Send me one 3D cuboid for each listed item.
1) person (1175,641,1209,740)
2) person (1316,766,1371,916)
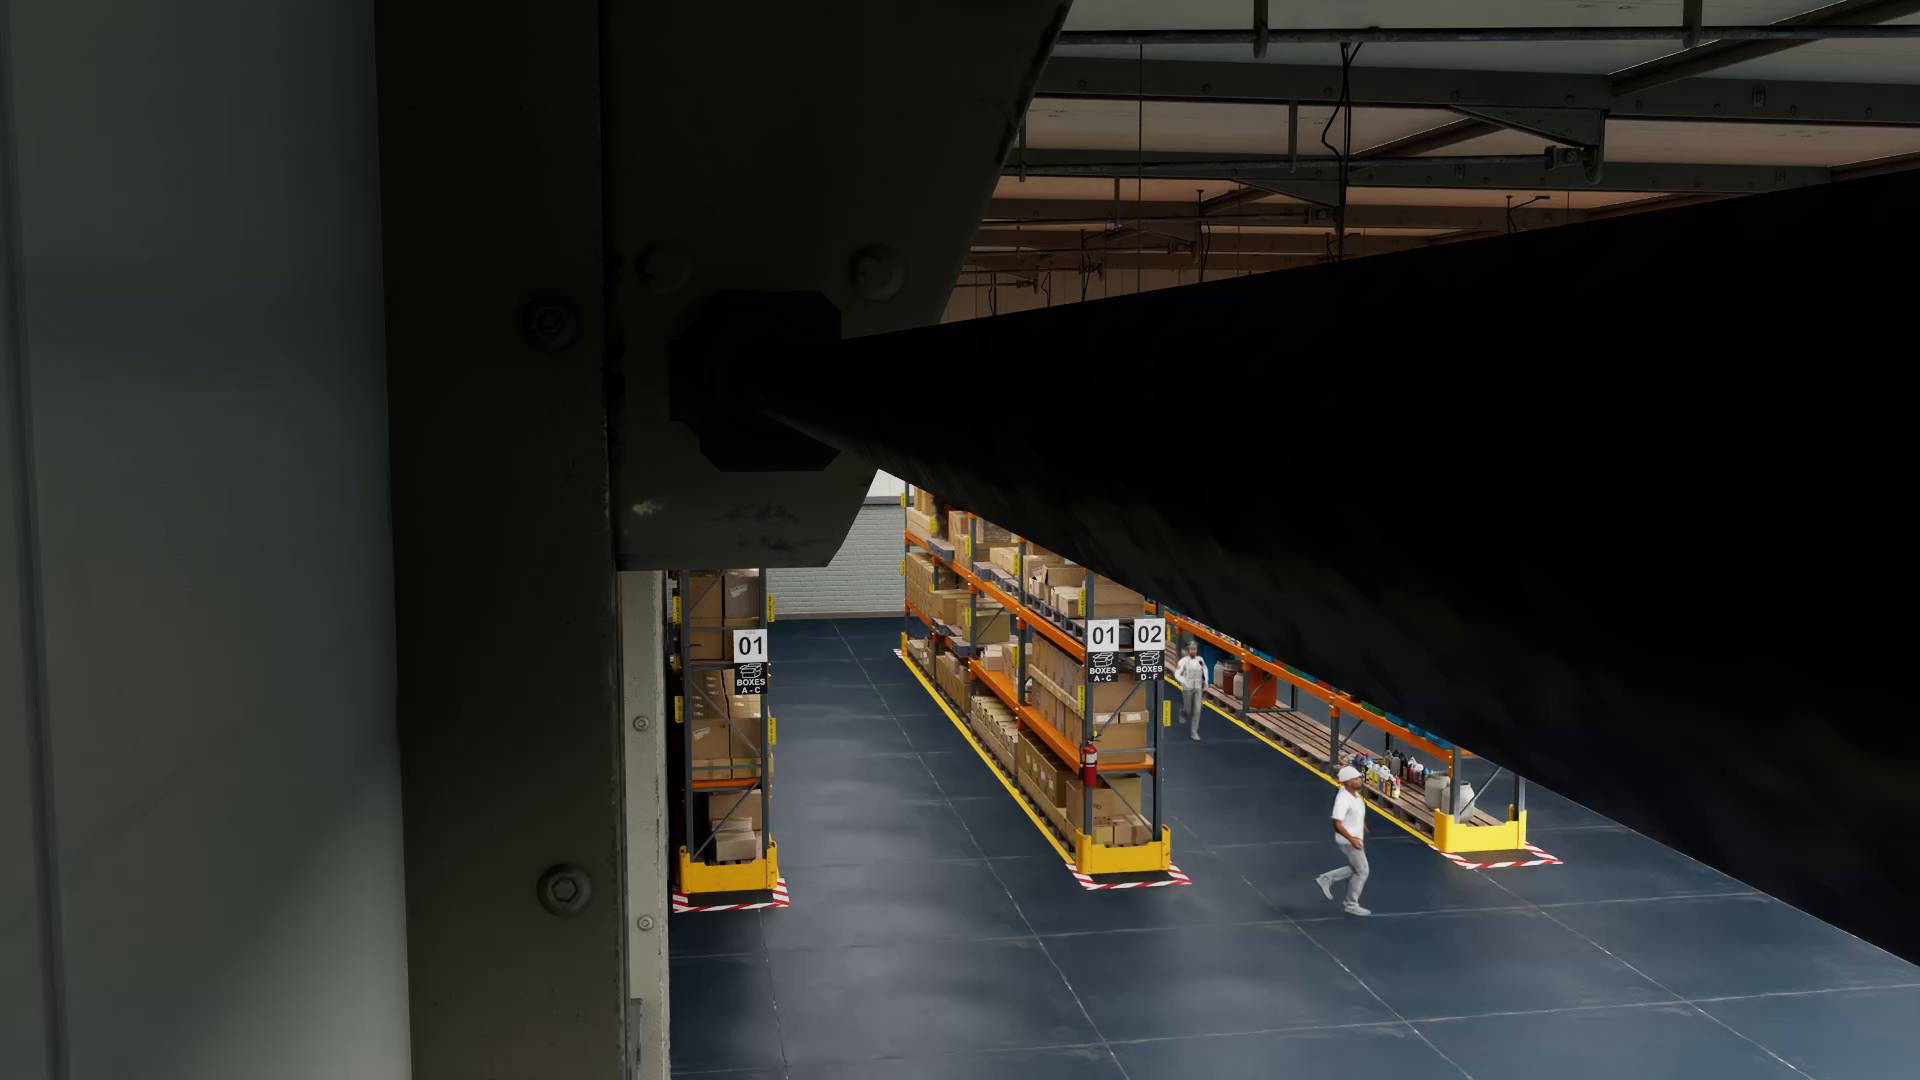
[{"bbox_3d":[4.006,2.551,28.532,0.632,1.661,0.801,-1,6,-8],"label":"person"},{"bbox_3d":[4.470,3.476,19.320,0.640,1.735,0.694,2,6,16],"label":"person"}]
